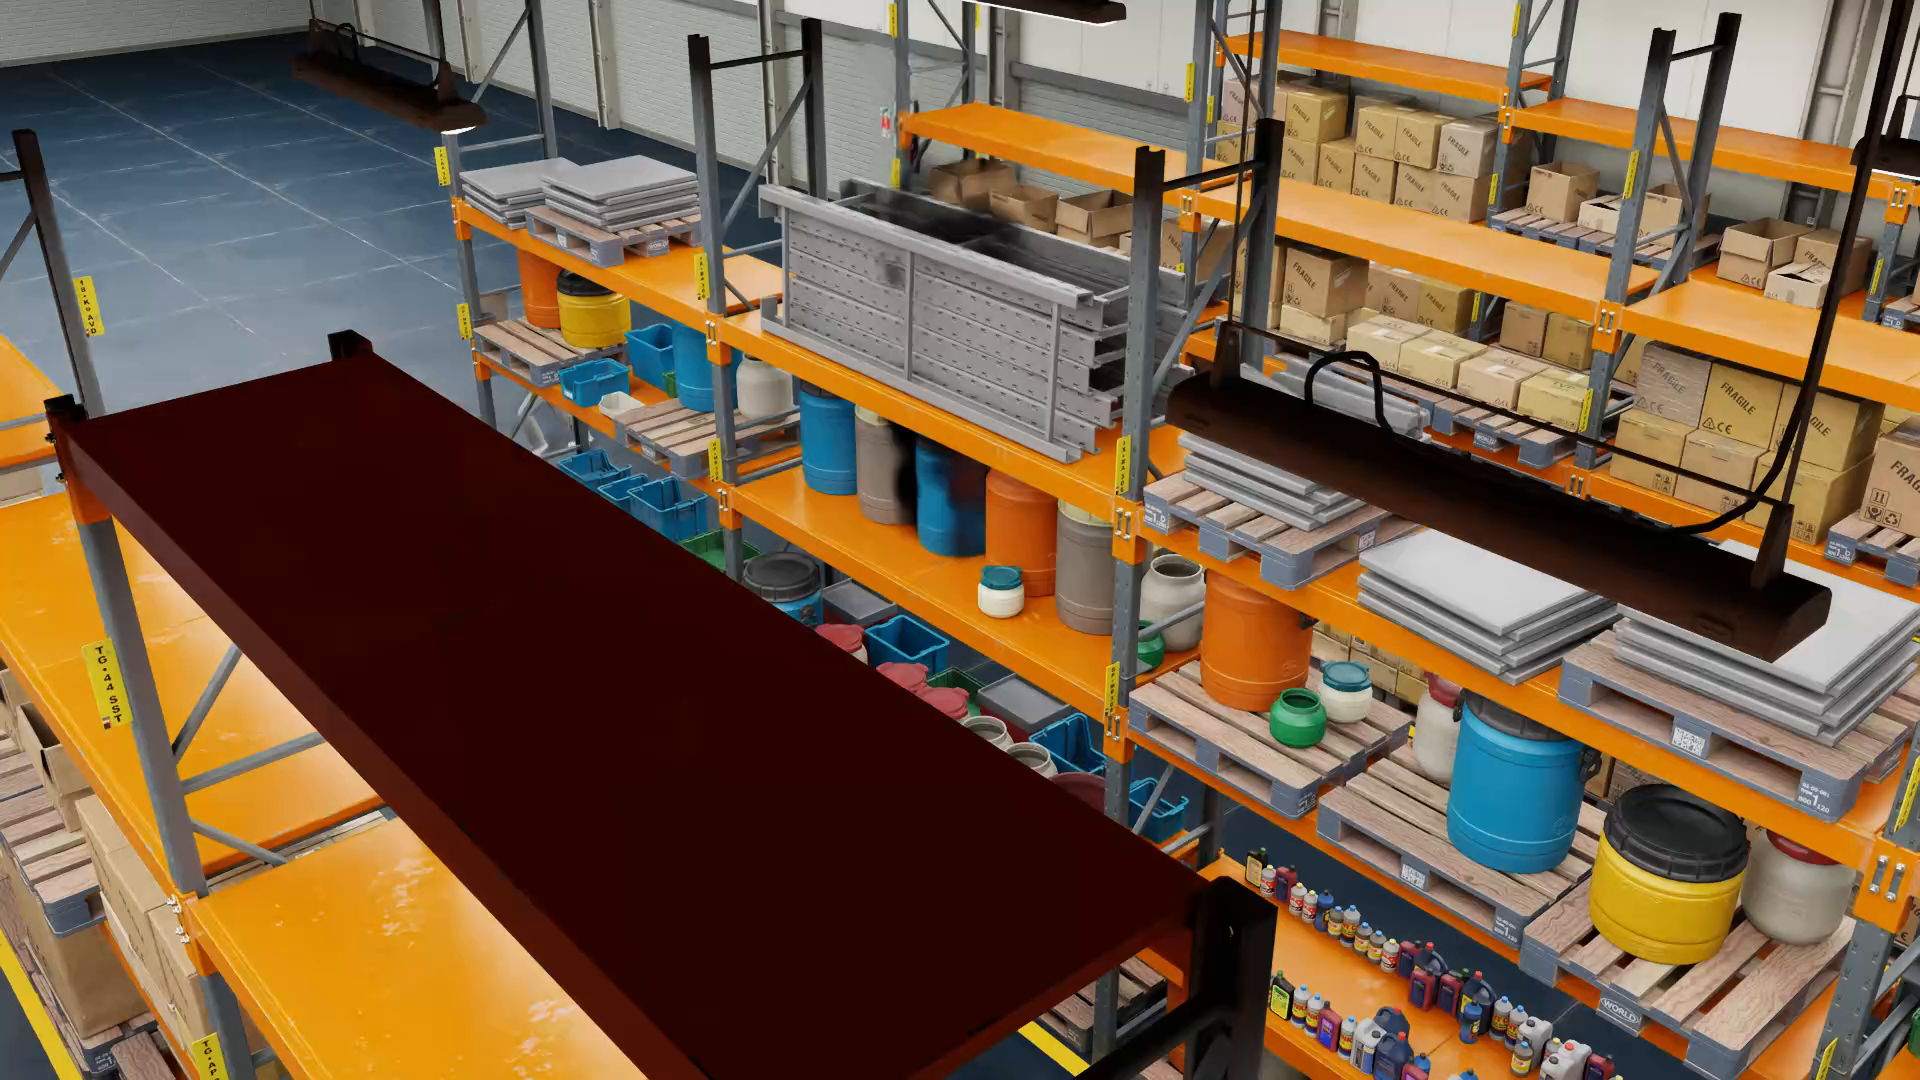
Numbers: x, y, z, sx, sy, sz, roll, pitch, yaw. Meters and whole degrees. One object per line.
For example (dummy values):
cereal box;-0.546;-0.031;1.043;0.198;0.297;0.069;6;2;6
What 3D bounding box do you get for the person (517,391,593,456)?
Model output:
person;-4.732;-1.707;19.098;0.880;1.698;0.572;-3;27;-5
